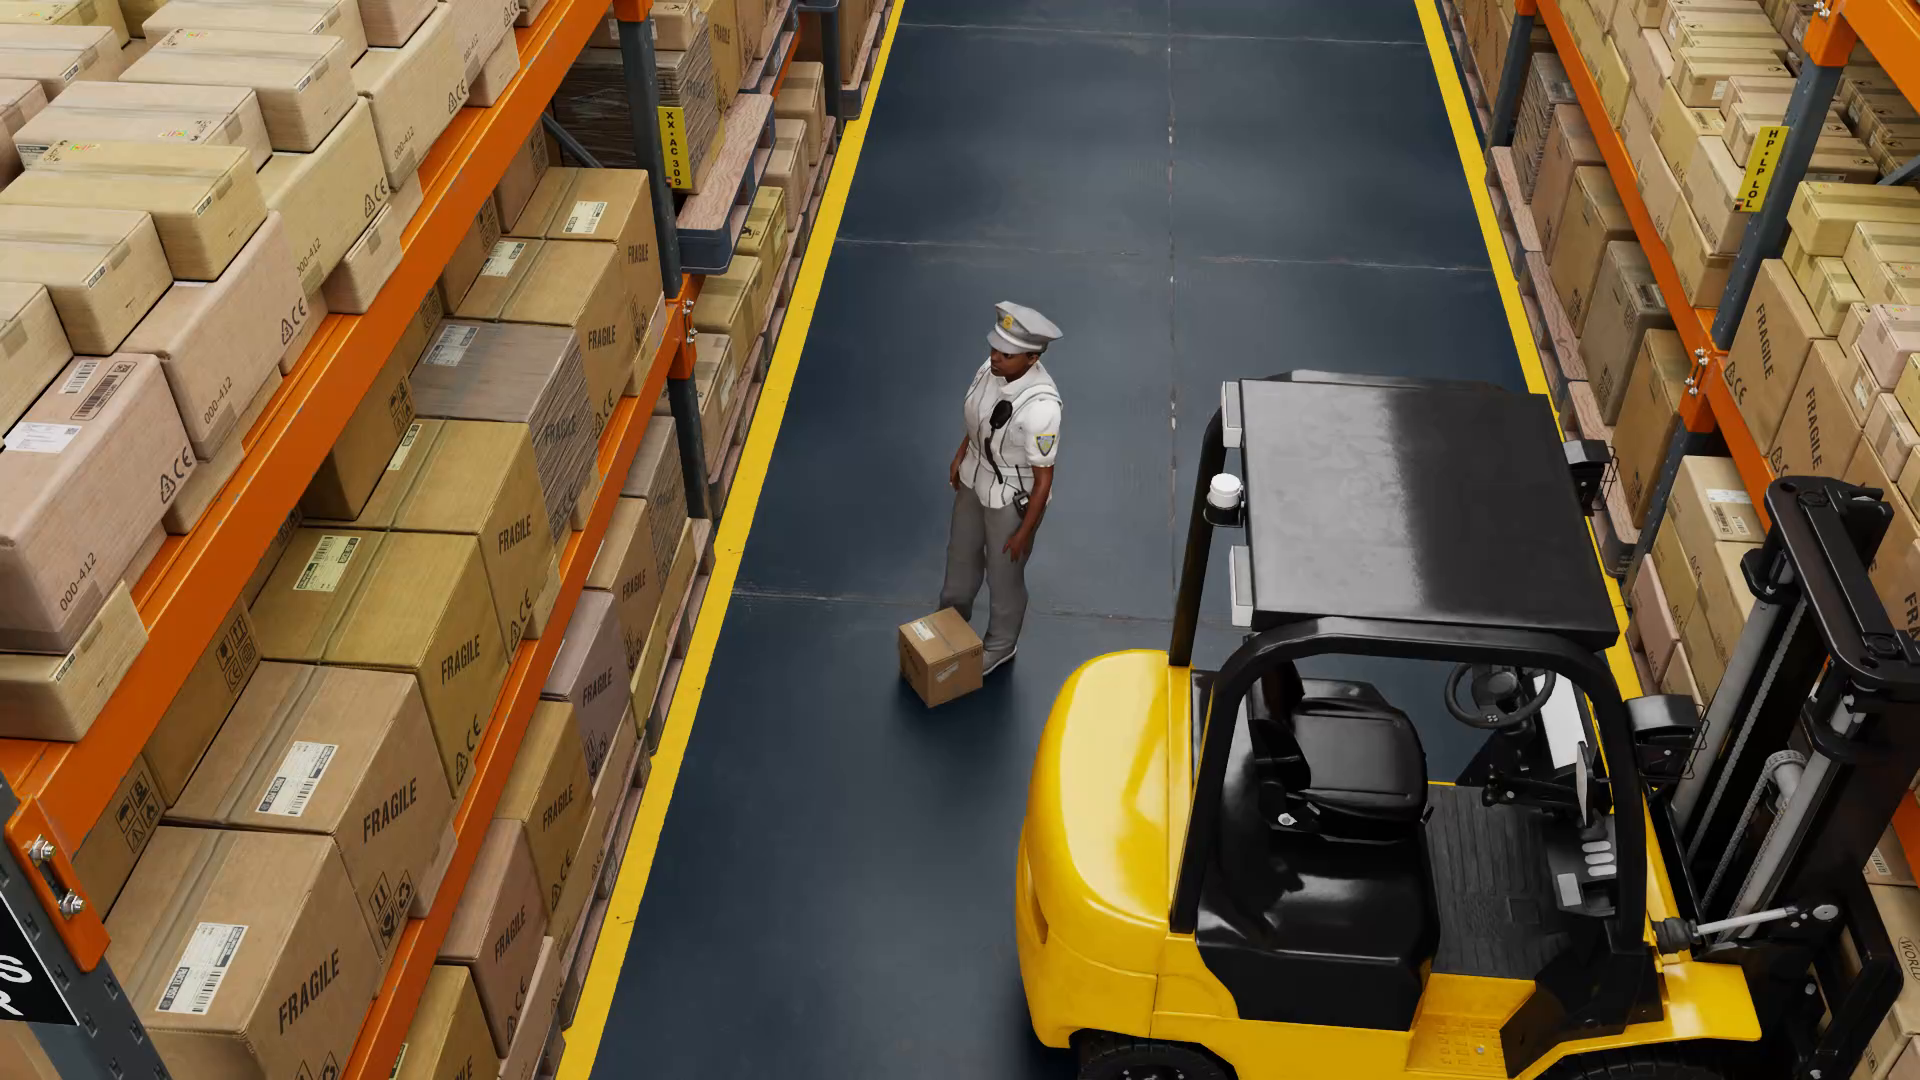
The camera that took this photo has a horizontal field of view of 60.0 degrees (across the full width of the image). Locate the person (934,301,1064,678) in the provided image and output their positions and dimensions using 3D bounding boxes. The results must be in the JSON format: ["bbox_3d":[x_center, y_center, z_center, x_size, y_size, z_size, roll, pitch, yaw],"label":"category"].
[{"bbox_3d":[0.090,-0.166,6.312,0.528,1.696,0.569,-18,44,-20],"label":"person"}]
